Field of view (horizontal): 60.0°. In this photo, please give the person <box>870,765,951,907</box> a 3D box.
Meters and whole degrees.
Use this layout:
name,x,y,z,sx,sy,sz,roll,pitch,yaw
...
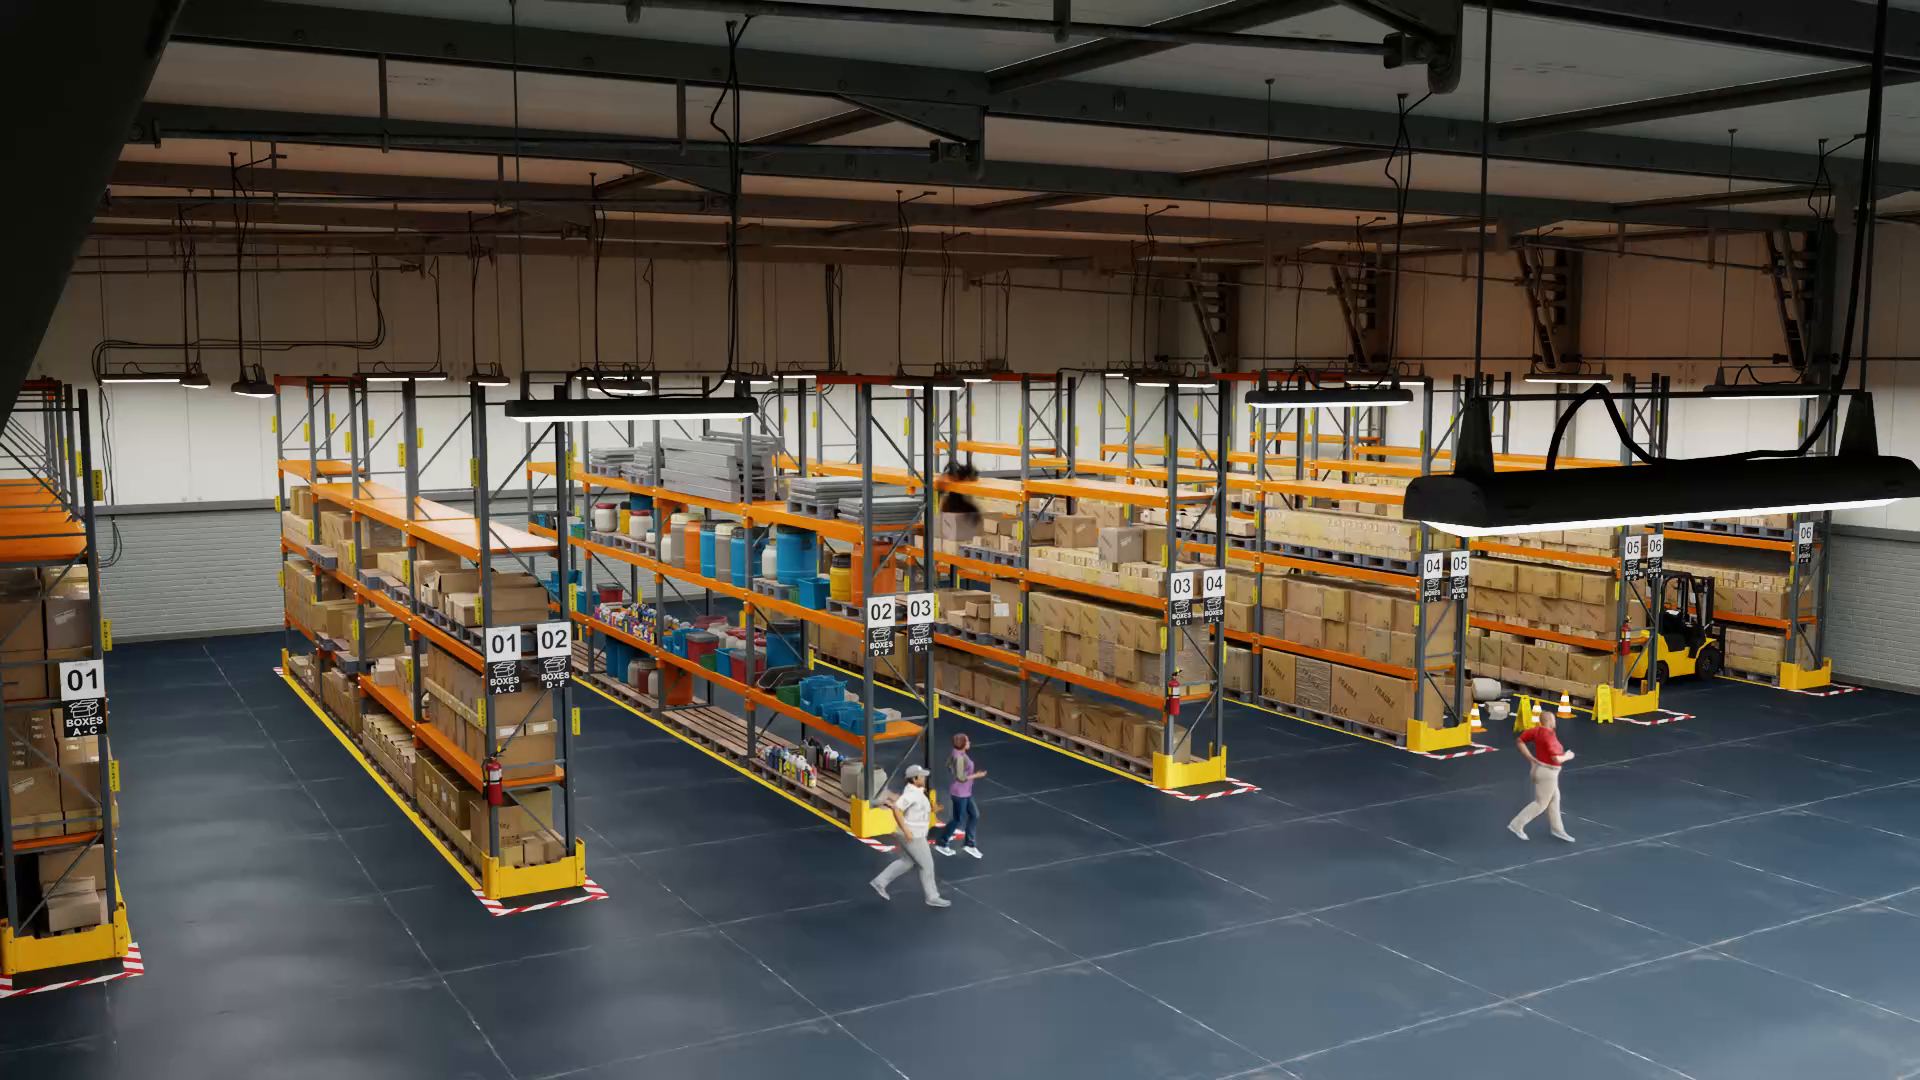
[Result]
name,x,y,z,sx,sy,sz,roll,pitch,yaw
person,-0.571,3.396,19.112,0.936,1.655,0.604,0,6,-4

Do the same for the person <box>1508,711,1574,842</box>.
name,x,y,z,sx,sy,sz,roll,pitch,yaw
person,7.602,3.099,21.657,0.938,1.766,0.646,0,6,-2

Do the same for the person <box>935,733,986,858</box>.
name,x,y,z,sx,sy,sz,roll,pitch,yaw
person,0.011,3.245,21.039,0.649,1.637,0.532,0,6,4
